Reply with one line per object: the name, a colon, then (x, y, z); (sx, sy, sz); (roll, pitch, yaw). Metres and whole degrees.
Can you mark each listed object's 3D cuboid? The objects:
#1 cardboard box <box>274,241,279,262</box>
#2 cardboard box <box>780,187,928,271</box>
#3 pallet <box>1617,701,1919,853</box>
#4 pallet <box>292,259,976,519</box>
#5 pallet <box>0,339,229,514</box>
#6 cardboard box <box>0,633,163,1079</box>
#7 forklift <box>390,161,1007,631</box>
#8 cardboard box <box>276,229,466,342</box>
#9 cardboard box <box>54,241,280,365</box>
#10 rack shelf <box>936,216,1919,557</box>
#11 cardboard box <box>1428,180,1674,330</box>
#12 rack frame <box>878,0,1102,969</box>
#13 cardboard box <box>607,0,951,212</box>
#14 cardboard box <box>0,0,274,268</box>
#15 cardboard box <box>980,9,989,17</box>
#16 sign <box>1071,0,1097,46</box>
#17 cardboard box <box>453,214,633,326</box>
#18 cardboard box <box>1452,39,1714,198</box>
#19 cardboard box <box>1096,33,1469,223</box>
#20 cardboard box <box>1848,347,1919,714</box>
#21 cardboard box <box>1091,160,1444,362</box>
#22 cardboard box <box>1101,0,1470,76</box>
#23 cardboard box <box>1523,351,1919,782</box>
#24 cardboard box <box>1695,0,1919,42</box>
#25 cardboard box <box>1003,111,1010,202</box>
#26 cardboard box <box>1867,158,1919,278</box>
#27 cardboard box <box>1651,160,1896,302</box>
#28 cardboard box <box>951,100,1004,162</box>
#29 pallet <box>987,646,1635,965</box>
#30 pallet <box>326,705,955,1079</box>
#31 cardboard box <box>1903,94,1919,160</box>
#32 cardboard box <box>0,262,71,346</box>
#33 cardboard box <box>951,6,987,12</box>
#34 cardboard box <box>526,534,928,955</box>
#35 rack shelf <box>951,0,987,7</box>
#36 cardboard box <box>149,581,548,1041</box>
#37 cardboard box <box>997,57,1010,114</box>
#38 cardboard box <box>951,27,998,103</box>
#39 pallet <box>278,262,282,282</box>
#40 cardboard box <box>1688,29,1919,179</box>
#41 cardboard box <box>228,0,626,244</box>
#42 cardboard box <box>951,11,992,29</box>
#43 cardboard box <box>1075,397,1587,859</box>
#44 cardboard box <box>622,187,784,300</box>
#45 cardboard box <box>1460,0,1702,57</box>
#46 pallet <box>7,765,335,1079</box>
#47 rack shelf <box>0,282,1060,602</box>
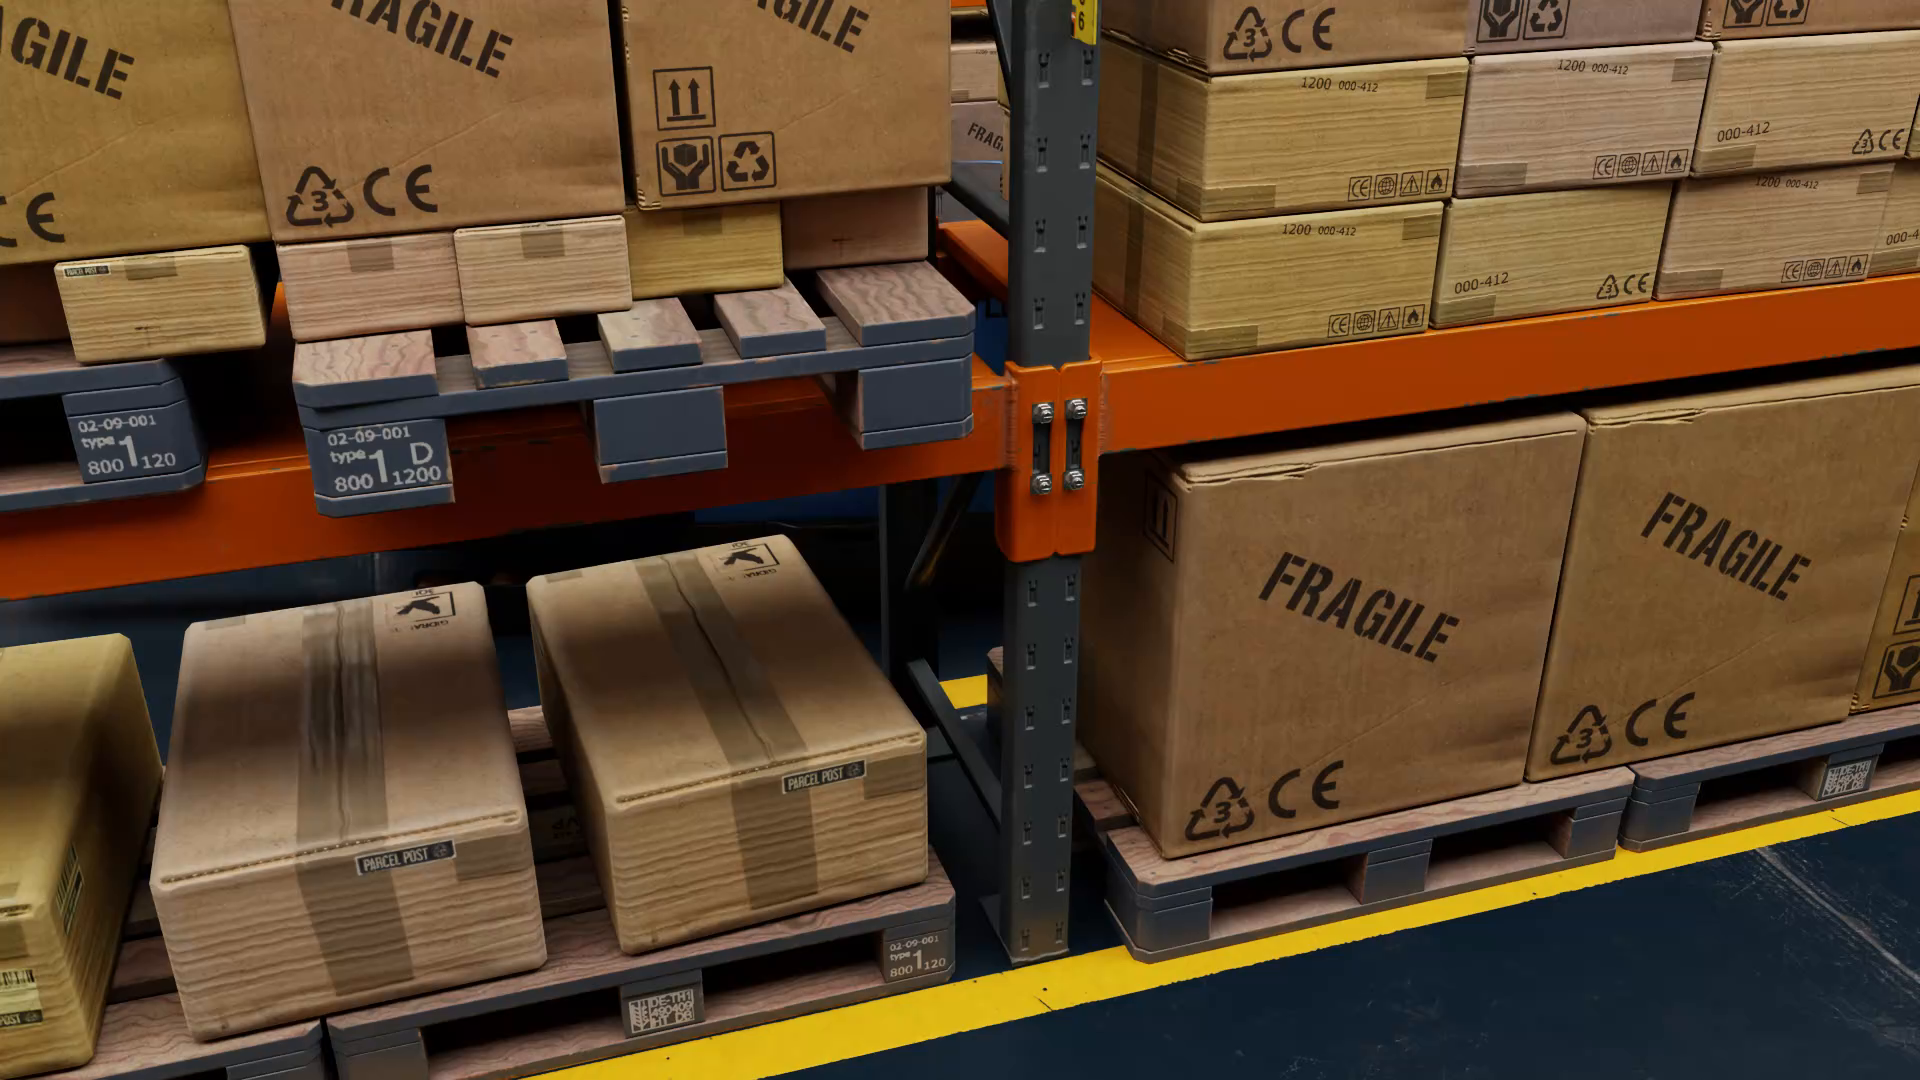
cardboard box: (-3.051, -1.765, 7.489); (0.750, 0.750, 1.050); (-8, 27, -15)
cardboard box: (-0.224, -0.604, 2.903); (0.250, 0.149, 0.380); (-7, 27, -14)
pallet: (1.946, 0.333, 4.342); (1.213, 0.211, 1.003); (-8, 28, -16)
pallet: (-0.630, -0.444, 2.986); (1.003, 0.211, 1.213); (-8, 28, -16)
pallet: (-1.855, -0.297, 2.691); (1.213, 0.211, 1.003); (-8, 28, -16)
cardboard box: (-1.948, 0.597, 3.158); (0.625, 0.372, 0.950); (-7, 27, -14)
forklift: (-1.232, -1.292, 4.556); (3.031, 2.935, 1.130); (-2, 26, -4)
cardboard box: (-0.924, -0.451, 2.596); (0.250, 0.149, 0.380); (-10, 28, -19)
cardboard box: (-1.182, -0.408, 2.508); (0.250, 0.149, 0.380); (-8, 27, -15)
rack shelf: (1.916, -0.626, 3.947); (4.000, 0.370, 1.077); (-8, 28, -16)
cardboard box: (1.041, -0.645, 3.344); (0.500, 0.250, 0.500); (-9, 28, -18)
rack frame: (0.015, -0.673, 3.232); (0.127, 3.000, 1.000); (-8, 28, -16)
cardboard box: (-0.331, -0.859, 2.688); (0.500, 0.500, 0.500); (-9, 28, -18)
cardboard box: (-1.299, -0.713, 2.394); (0.500, 0.500, 0.500); (-10, 28, -20)
cardboard box: (0.413, -2.574, 8.558); (0.500, 0.250, 0.500); (-7, 27, -14)
sign: (0.192, -0.928, 2.533); (0.005, 0.325, 0.100); (-8, 28, -16)
cardboard box: (-0.682, -0.483, 2.659); (0.250, 0.149, 0.380); (-8, 28, -17)
cardboard box: (1.065, -0.866, 3.227); (0.500, 0.250, 0.500); (-8, 27, -15)
cardboard box: (0.573, -0.795, 3.085); (0.500, 0.250, 0.500); (-8, 28, -16)
cardboard box: (2.397, -0.213, 4.224); (0.875, 0.875, 0.875); (-7, 27, -15)
cardboard box: (0.558, -0.567, 3.187); (0.500, 0.250, 0.500); (-9, 28, -17)
cardboard box: (0.559, -1.130, 2.916); (0.500, 0.500, 0.500); (-9, 28, -18)
cardboard box: (1.547, -0.090, 3.976); (0.875, 0.875, 0.875); (-8, 27, -15)
cardboard box: (1.525, -1.267, 3.192); (0.500, 0.500, 0.500); (-7, 27, -15)
cardboard box: (0.415, -0.785, 3.627); (0.500, 0.250, 0.500); (-9, 28, -18)
cardboard box: (2.009, -0.784, 3.625); (0.500, 0.250, 0.500); (-8, 28, -16)
cardboard box: (1.541, -0.715, 3.485); (0.500, 0.250, 0.500); (-7, 27, -14)
cardboard box: (0.101, -1.953, 8.150); (0.500, 0.500, 0.500); (-9, 28, -17)
pallet: (0.788, 0.499, 4.007); (1.213, 0.211, 1.003); (-8, 28, -16)
pallet: (-0.729, 0.683, 3.637); (1.213, 0.211, 1.003); (-8, 28, -16)
cardboard box: (2.029, -0.993, 3.484); (0.500, 0.250, 0.500); (-8, 27, -15)
cardboard box: (-1.460, -0.426, 2.546); (0.250, 0.149, 0.380); (-8, 28, -16)
cardboard box: (0.147, -4.554, 12.966); (0.875, 0.875, 1.225); (-8, 28, -16)
cardboard box: (-0.526, 0.390, 3.575); (0.625, 0.372, 0.950); (-10, 28, -20)
rack shelf: (0.287, -2.705, 8.135); (4.000, 0.370, 1.077); (-8, 28, -16)
cardboard box: (-1.225, 0.495, 3.363); (0.625, 0.372, 0.950); (-9, 28, -17)
cardboard box: (0.397, -1.004, 3.505); (0.500, 0.250, 0.500); (-8, 28, -16)
cardboard box: (0.073, -2.281, 7.968); (0.500, 0.250, 0.500); (-8, 28, -16)
pallet: (-3.545, -1.260, 7.550); (1.213, 0.211, 1.003); (-8, 28, -16)
cardboard box: (1.542, -0.929, 3.355); (0.500, 0.250, 0.500); (-8, 28, -16)
cardboard box: (-0.820, -0.783, 2.535); (0.500, 0.500, 0.500); (-9, 28, -17)
cardboard box: (-0.080, -2.499, 8.406); (0.500, 0.250, 0.500); (-8, 27, -15)
cardboard box: (0.697, 0.031, 3.732); (0.875, 0.875, 0.875); (-8, 28, -17)
cardboard box: (-0.457, -0.536, 2.767); (0.250, 0.149, 0.380); (-8, 27, -15)
cardboard box: (1.028, -1.202, 3.062); (0.500, 0.500, 0.500); (-8, 28, -16)
pallet: (-1.887, 0.849, 3.302); (1.213, 0.211, 1.003); (-8, 28, -16)
rack shelf: (-1.887, -0.075, 2.837); (4.000, 0.370, 1.077); (-8, 28, -16)
